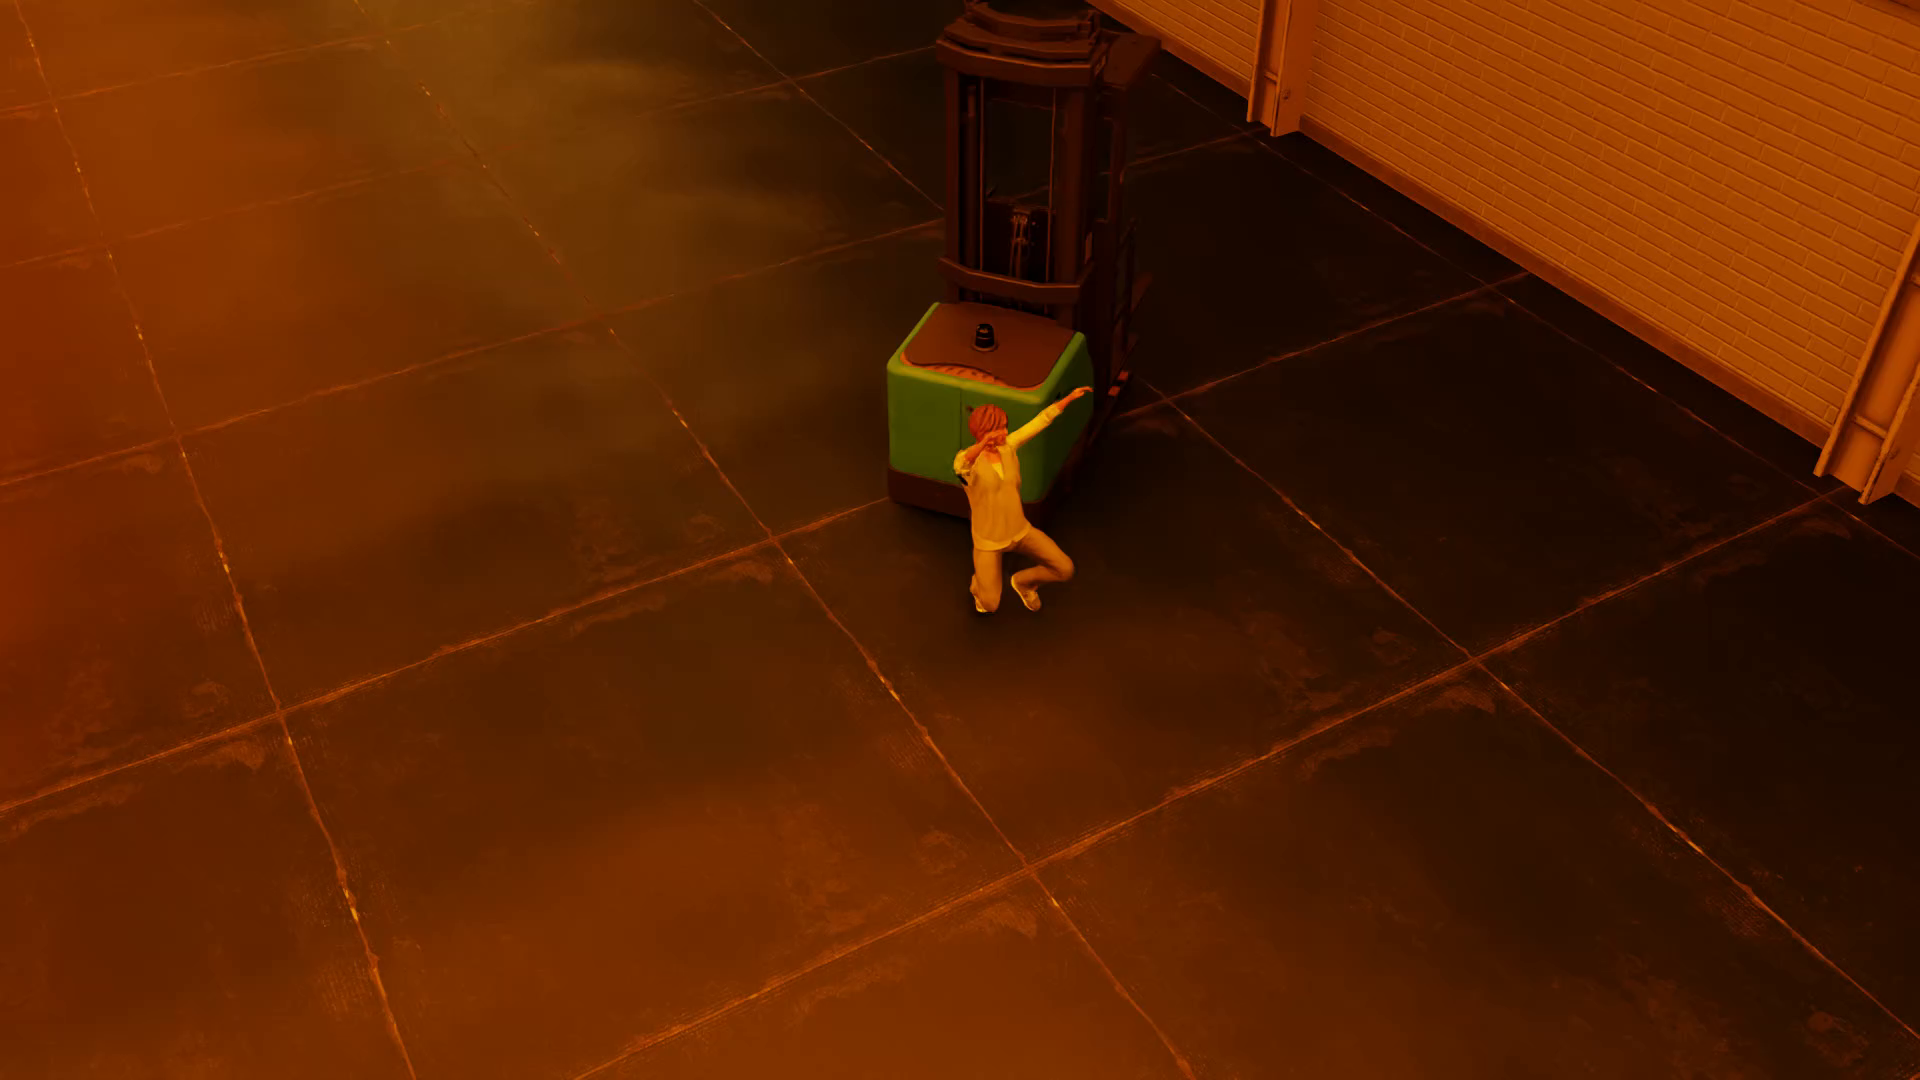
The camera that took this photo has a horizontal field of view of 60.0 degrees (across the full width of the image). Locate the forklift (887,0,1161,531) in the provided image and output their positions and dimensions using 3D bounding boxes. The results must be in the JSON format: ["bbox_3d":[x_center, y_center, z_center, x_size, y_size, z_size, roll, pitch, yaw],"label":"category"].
[{"bbox_3d":[0.561,-2.114,10.584,1.130,2.935,3.031,14,42,17],"label":"forklift"}]

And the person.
[{"bbox_3d":[0.355,-0.183,9.375,0.887,1.505,0.696,-19,43,-22],"label":"person"}]
